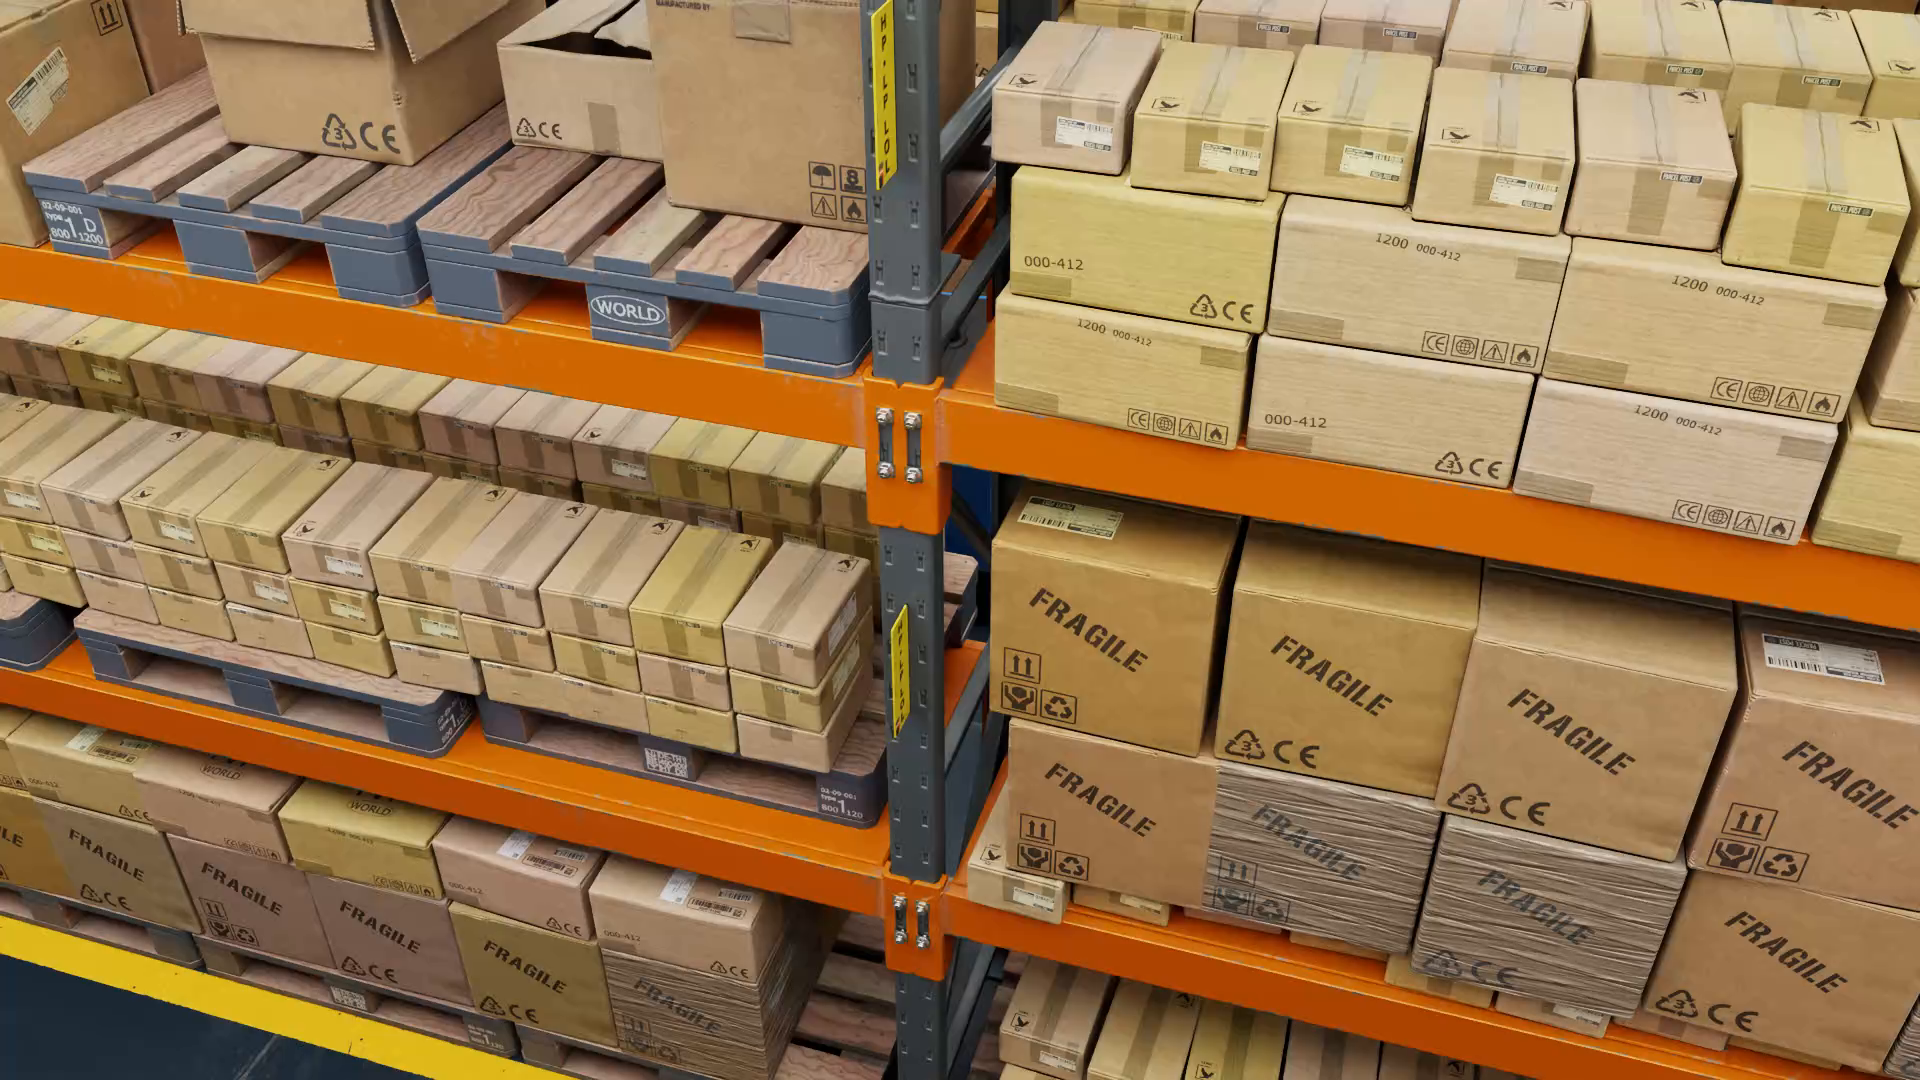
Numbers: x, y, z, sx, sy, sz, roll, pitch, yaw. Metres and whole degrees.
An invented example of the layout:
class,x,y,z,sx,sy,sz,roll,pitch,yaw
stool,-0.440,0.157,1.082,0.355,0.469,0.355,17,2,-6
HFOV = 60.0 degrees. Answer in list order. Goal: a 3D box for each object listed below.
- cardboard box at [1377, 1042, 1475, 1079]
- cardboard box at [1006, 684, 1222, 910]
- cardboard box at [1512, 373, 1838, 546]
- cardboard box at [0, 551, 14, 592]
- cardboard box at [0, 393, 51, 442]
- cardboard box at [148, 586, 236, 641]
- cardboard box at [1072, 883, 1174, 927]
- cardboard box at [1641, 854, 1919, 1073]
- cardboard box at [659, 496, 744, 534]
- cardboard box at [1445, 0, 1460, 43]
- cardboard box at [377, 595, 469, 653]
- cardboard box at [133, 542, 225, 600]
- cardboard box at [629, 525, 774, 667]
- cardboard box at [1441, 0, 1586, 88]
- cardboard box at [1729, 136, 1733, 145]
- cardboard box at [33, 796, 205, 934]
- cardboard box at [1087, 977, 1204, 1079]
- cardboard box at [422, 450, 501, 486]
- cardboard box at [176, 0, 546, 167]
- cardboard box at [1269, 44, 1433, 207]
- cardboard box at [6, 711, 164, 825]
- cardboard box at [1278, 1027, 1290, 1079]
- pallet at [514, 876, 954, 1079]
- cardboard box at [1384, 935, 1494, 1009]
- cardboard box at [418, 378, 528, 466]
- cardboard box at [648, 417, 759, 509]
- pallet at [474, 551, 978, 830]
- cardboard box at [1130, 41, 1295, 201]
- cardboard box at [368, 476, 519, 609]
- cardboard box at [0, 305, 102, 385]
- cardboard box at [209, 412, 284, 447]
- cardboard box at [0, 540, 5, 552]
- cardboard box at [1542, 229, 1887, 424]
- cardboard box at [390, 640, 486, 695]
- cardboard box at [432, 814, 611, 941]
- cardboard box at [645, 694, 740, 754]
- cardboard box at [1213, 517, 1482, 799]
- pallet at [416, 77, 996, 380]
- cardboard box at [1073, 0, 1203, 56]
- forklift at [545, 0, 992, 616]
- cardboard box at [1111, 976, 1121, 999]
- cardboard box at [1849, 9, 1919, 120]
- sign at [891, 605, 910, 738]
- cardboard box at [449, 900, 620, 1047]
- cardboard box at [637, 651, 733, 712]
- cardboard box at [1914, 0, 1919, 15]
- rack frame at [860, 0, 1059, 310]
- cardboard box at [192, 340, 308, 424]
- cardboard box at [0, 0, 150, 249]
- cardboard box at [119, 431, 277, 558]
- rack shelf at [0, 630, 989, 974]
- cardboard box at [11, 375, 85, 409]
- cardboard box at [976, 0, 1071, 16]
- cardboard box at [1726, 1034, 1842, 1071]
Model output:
class,x,y,z,sx,sy,sz,roll,pitch,yaw
cardboard box,1.268,1.597,4.598,0.250,0.149,0.380,11,38,15
cardboard box,0.423,0.527,4.169,0.500,0.500,0.500,10,37,13
cardboard box,1.361,-0.274,3.187,0.500,0.250,0.500,12,38,16
cardboard box,-2.912,-0.030,5.118,0.250,0.149,0.380,12,38,16
cardboard box,-2.919,-0.275,4.949,0.250,0.149,0.380,10,38,14
cardboard box,-2.159,0.108,4.930,0.250,0.149,0.380,11,38,15
cardboard box,0.467,0.796,4.349,0.250,0.149,0.380,12,38,15
cardboard box,1.888,0.797,3.801,0.500,0.500,0.500,12,38,16
cardboard box,-0.708,-0.151,5.032,0.250,0.149,0.380,11,38,15
cardboard box,2.450,-2.373,7.686,0.500,0.500,0.500,10,38,14
cardboard box,-1.411,0.126,4.655,0.250,0.149,0.380,9,37,12
cardboard box,-2.161,-0.012,4.843,0.250,0.149,0.380,10,38,13
cardboard box,-0.673,0.141,4.383,0.250,0.149,0.380,9,37,13
cardboard box,1.122,-0.979,3.388,0.250,0.149,0.380,12,38,16
cardboard box,1.534,-0.767,3.436,0.500,0.250,0.500,12,38,16
cardboard box,-2.712,0.943,5.692,0.500,0.500,0.500,11,38,14
cardboard box,0.538,1.456,4.790,0.250,0.149,0.380,12,38,16
cardboard box,-1.467,-0.290,5.221,0.250,0.149,0.380,10,37,13
cardboard box,-1.410,-1.310,4.027,0.637,0.503,0.797,10,38,13
cardboard box,0.737,-0.785,3.125,0.250,0.149,0.380,10,38,13
cardboard box,-2.722,0.633,5.481,0.500,0.250,0.500,10,38,13
cardboard box,1.045,1.627,4.809,0.250,0.149,0.380,9,37,12
pallet,-0.718,1.443,5.612,1.213,0.211,1.003,10,38,14
cardboard box,1.216,0.947,4.145,0.250,0.149,0.380,11,38,15
cardboard box,-1.448,-0.409,5.131,0.250,0.149,0.380,12,38,16
cardboard box,-0.725,-0.274,4.947,0.250,0.149,0.380,11,38,14
pallet,-0.661,0.316,4.952,1.213,0.211,1.003,10,38,14
cardboard box,0.481,-0.798,3.141,0.250,0.149,0.380,9,37,12
cardboard box,-1.403,0.003,4.571,0.250,0.149,0.380,9,37,12
cardboard box,-2.949,-0.685,5.506,0.250,0.149,0.380,10,38,13
cardboard box,-2.202,-0.428,5.407,0.250,0.149,0.380,10,38,14
cardboard box,-2.876,-0.147,5.026,0.250,0.149,0.380,9,37,12
cardboard box,1.364,-0.484,3.052,0.500,0.250,0.500,11,38,15
cardboard box,-1.404,0.249,4.739,0.250,0.149,0.380,9,37,12
cardboard box,-1.247,0.905,5.112,0.500,0.250,0.500,12,38,16
cardboard box,-0.661,0.385,4.554,0.250,0.149,0.380,11,38,14
cardboard box,0.883,0.194,3.777,0.500,0.500,0.500,9,37,13
pallet,-0.532,-0.845,3.996,1.003,0.211,1.213,10,38,14
cardboard box,0.406,-1.153,3.624,0.250,0.149,0.380,9,37,12
forklift,-1.141,-1.284,7.021,3.031,2.935,1.130,8,37,10
cardboard box,0.501,1.312,5.488,0.250,0.149,0.380,11,38,14
cardboard box,1.896,-0.905,3.287,0.250,0.149,0.380,10,37,13
sign,-0.137,0.305,3.829,0.005,0.325,0.100,10,38,14
cardboard box,-1.246,1.215,5.323,0.500,0.500,0.500,10,37,13
cardboard box,-0.665,0.264,4.467,0.250,0.149,0.380,11,38,14
cardboard box,4.564,-2.312,7.604,0.500,0.500,0.500,10,37,13
rack frame,0.026,-1.960,2.821,0.127,3.000,1.000,10,38,14
cardboard box,-2.215,-0.548,5.320,0.250,0.149,0.380,11,38,14
cardboard box,-2.369,-1.078,4.069,0.500,0.500,0.500,10,38,14
cardboard box,-2.154,-0.135,4.759,0.250,0.149,0.380,12,38,15
rack shelf,-1.883,0.393,5.293,4.000,0.370,1.077,10,38,14
cardboard box,-2.930,-0.562,5.590,0.250,0.149,0.380,12,38,16
cardboard box,0.337,-3.012,8.382,0.637,0.503,0.797,11,38,14
cardboard box,1.987,1.052,4.002,0.250,0.149,0.380,11,38,15
